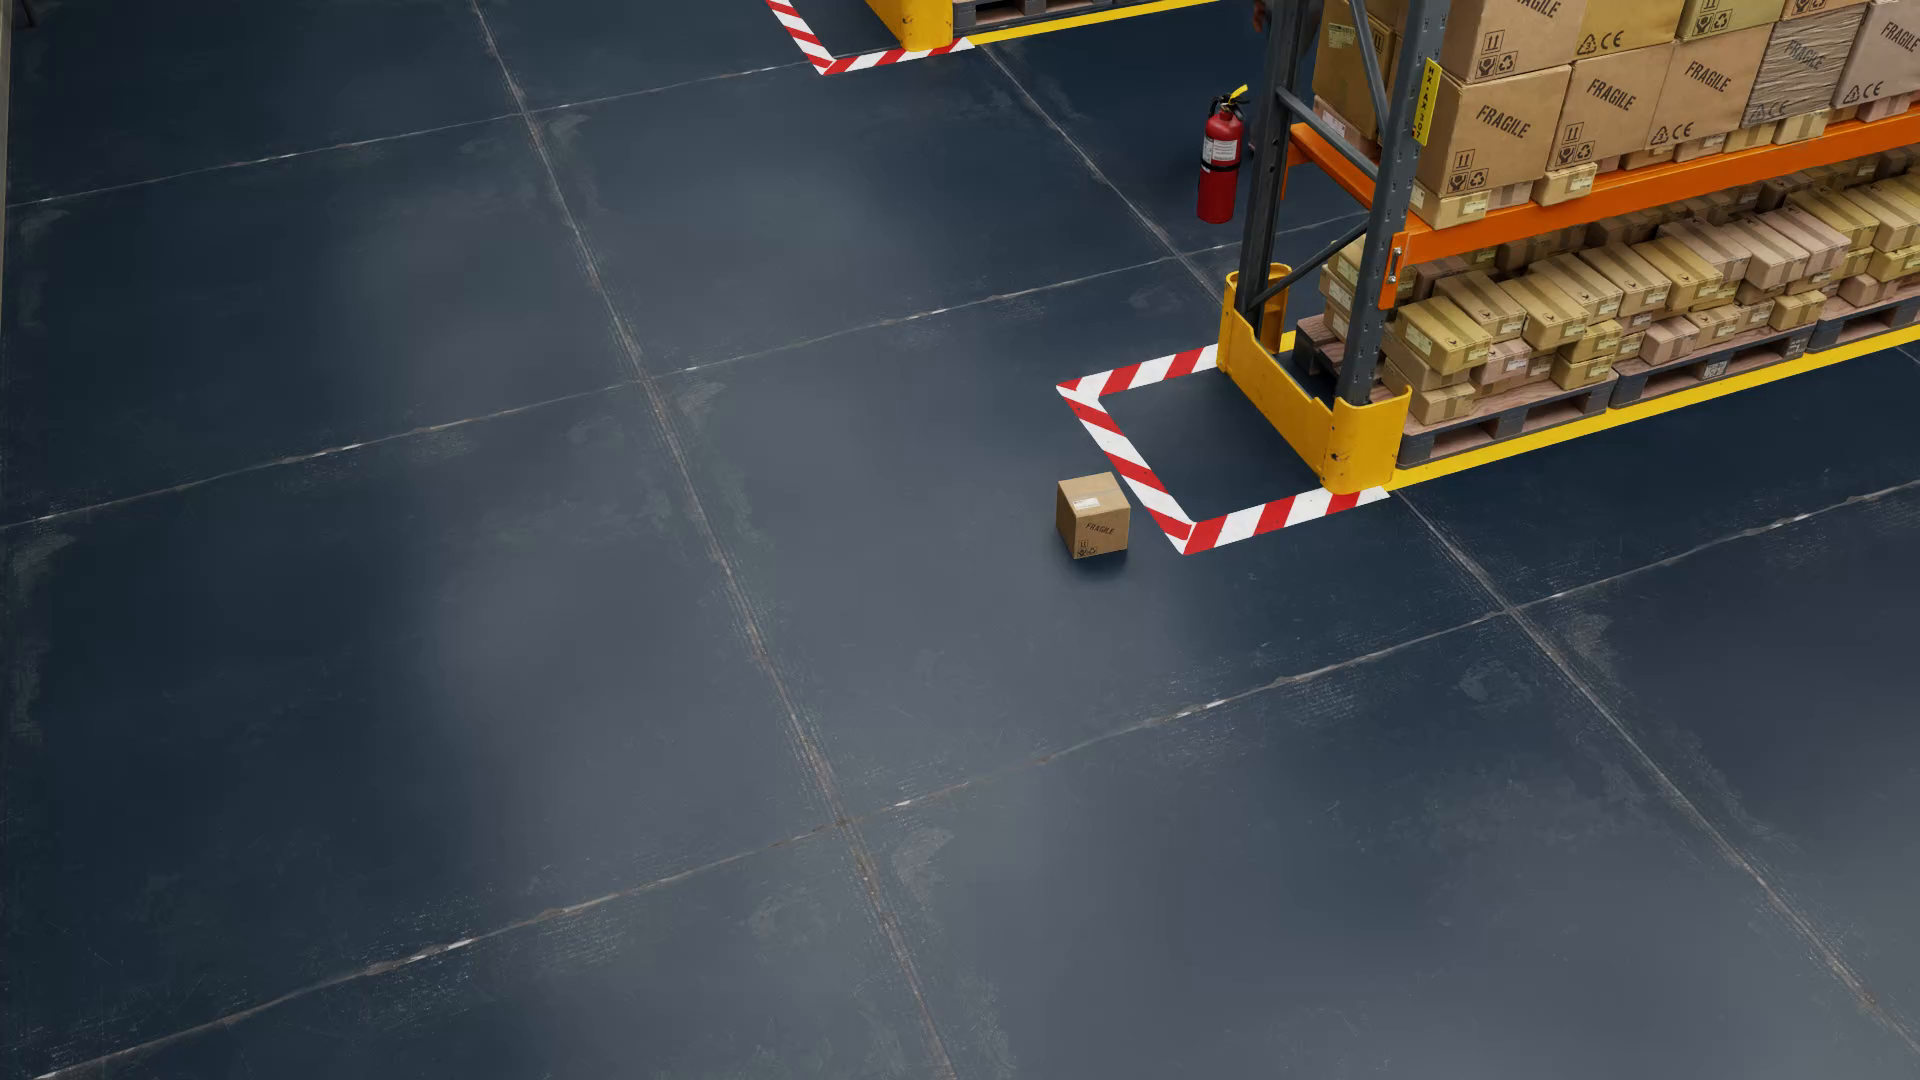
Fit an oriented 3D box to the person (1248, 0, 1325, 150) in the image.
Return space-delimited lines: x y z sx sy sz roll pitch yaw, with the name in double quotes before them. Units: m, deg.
"person" 1.982 -3.097 9.612 0.443 1.671 0.788 32 51 31
